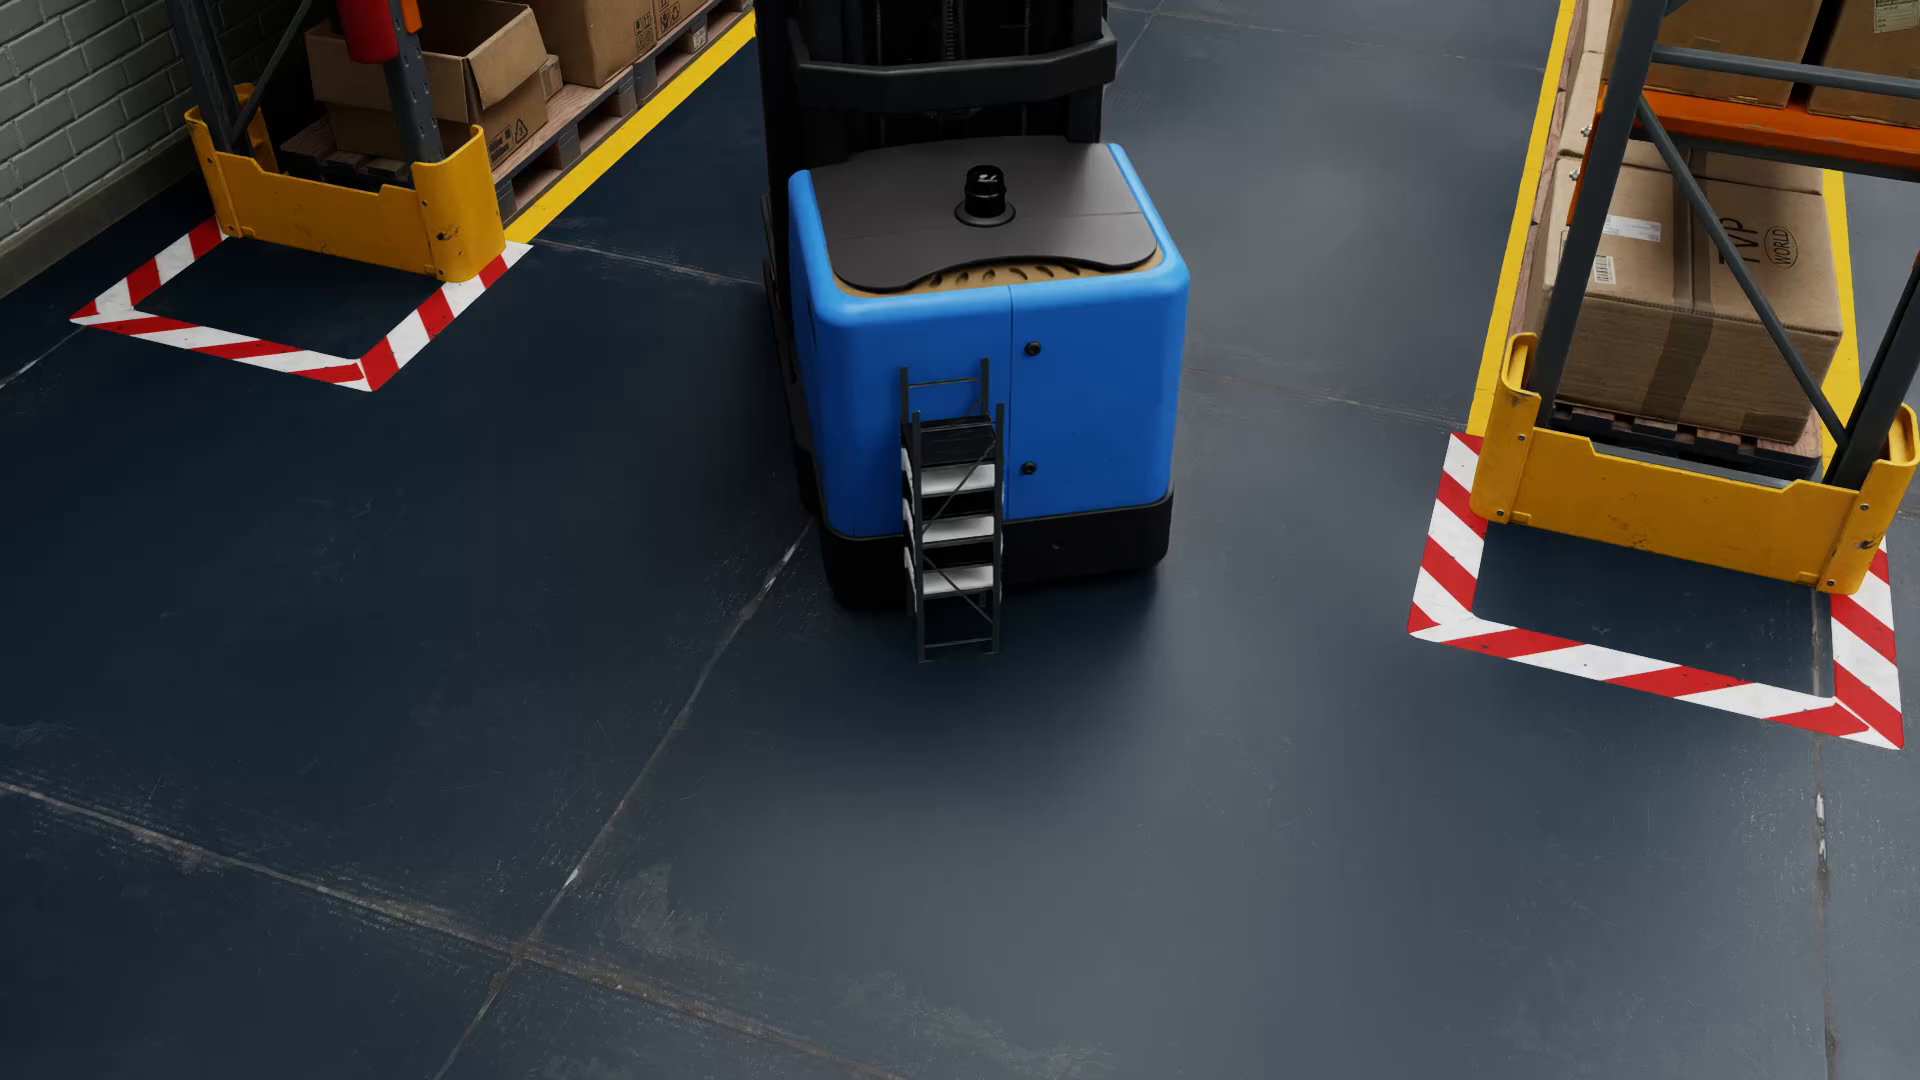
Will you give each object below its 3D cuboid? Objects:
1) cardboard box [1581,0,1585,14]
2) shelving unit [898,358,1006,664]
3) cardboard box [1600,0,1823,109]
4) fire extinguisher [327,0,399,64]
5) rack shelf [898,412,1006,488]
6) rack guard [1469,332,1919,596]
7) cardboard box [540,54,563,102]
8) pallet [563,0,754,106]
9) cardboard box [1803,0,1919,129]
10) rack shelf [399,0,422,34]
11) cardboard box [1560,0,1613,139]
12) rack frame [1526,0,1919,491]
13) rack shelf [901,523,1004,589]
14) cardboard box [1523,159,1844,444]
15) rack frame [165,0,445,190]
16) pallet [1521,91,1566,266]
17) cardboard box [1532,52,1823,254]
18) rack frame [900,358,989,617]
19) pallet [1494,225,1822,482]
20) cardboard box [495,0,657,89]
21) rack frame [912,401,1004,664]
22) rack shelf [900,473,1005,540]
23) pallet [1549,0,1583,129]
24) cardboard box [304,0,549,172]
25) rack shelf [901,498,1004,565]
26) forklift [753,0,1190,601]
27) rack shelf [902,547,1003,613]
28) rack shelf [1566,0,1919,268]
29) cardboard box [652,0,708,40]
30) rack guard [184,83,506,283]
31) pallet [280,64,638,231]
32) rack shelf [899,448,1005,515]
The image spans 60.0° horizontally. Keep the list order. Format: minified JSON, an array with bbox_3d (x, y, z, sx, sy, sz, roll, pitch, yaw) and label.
[{"bbox_3d":[3.297,-2.474,7.490,0.875,0.438,0.875,13,42,14],"label":"cardboard box"},{"bbox_3d":[-0.023,-0.064,4.631,0.258,0.900,0.210,-7,41,-8],"label":"shelving unit"},{"bbox_3d":[2.161,-1.600,4.737,0.500,0.500,0.500,14,42,15],"label":"cardboard box"},{"bbox_3d":[-2.037,-1.945,5.565,0.296,0.674,0.183,13,42,15],"label":"fire extinguisher"},{"bbox_3d":[-0.023,-0.244,4.478,0.258,0.077,0.200,-7,41,-8],"label":"rack shelf"},{"bbox_3d":[2.237,-0.243,5.150,1.175,0.500,0.348,13,42,15],"label":"rack guard"},{"bbox_3d":[-1.941,-1.986,7.140,0.380,0.149,0.250,12,42,13],"label":"cardboard box"},{"bbox_3d":[-1.704,-2.522,8.043,1.003,0.211,1.213,13,42,15],"label":"pallet"},{"bbox_3d":[2.679,-1.476,4.592,0.500,0.500,0.500,13,42,15],"label":"cardboard box"},{"bbox_3d":[-1.737,-3.254,7.308,1.077,0.370,4.000,13,42,15],"label":"rack shelf"},{"bbox_3d":[2.992,-1.928,6.850,0.875,0.438,0.875,12,42,14],"label":"cardboard box"},{"bbox_3d":[2.245,-1.209,4.356,1.000,3.000,0.127,13,42,15],"label":"rack frame"},{"bbox_3d":[-0.023,0.030,4.711,0.258,0.077,0.200,-7,41,-8],"label":"rack shelf"},{"bbox_3d":[2.377,-0.819,5.549,0.875,0.438,0.875,12,42,14],"label":"cardboard box"},{"bbox_3d":[-2.421,-2.308,5.644,1.000,3.000,0.127,13,42,15],"label":"rack frame"},{"bbox_3d":[2.864,-1.395,6.722,1.003,0.211,1.213,13,42,15],"label":"pallet"},{"bbox_3d":[2.682,-1.379,6.205,0.875,0.438,0.875,14,43,16],"label":"cardboard box"},{"bbox_3d":[-0.041,-0.129,4.707,0.240,0.900,0.006,-7,41,-8],"label":"rack frame"},{"bbox_3d":[2.445,-0.653,5.853,1.003,0.211,1.213,13,42,15],"label":"pallet"},{"bbox_3d":[-1.794,-2.382,7.333,0.700,0.500,0.500,15,43,17],"label":"cardboard box"},{"bbox_3d":[-0.005,0.001,4.555,0.240,0.900,0.006,-7,41,-8],"label":"rack frame"},{"bbox_3d":[-0.023,-0.107,4.595,0.258,0.077,0.200,-7,41,-8],"label":"rack shelf"},{"bbox_3d":[3.279,-2.141,7.597,1.003,0.211,1.213,13,42,15],"label":"pallet"},{"bbox_3d":[-2.123,-1.870,6.731,0.797,0.503,0.637,12,42,13],"label":"cardboard box"},{"bbox_3d":[-0.023,-0.038,4.653,0.258,0.077,0.200,-7,41,-8],"label":"rack shelf"},{"bbox_3d":[-0.130,-1.894,5.212,1.130,2.935,3.031,-7,41,-8],"label":"forklift"},{"bbox_3d":[-0.023,0.099,4.770,0.258,0.077,0.200,-7,41,-8],"label":"rack shelf"},{"bbox_3d":[2.929,-2.155,6.019,1.077,0.370,4.000,13,42,15],"label":"rack shelf"},{"bbox_3d":[-1.519,-2.682,7.685,0.500,0.500,0.500,14,42,16],"label":"cardboard box"},{"bbox_3d":[-2.395,-1.404,6.510,1.175,0.500,0.348,13,42,15],"label":"rack guard"},{"bbox_3d":[-2.123,-1.780,7.174,1.003,0.211,1.213,13,42,15],"label":"pallet"},{"bbox_3d":[-0.023,-0.175,4.536,0.258,0.077,0.200,-7,41,-8],"label":"rack shelf"}]
